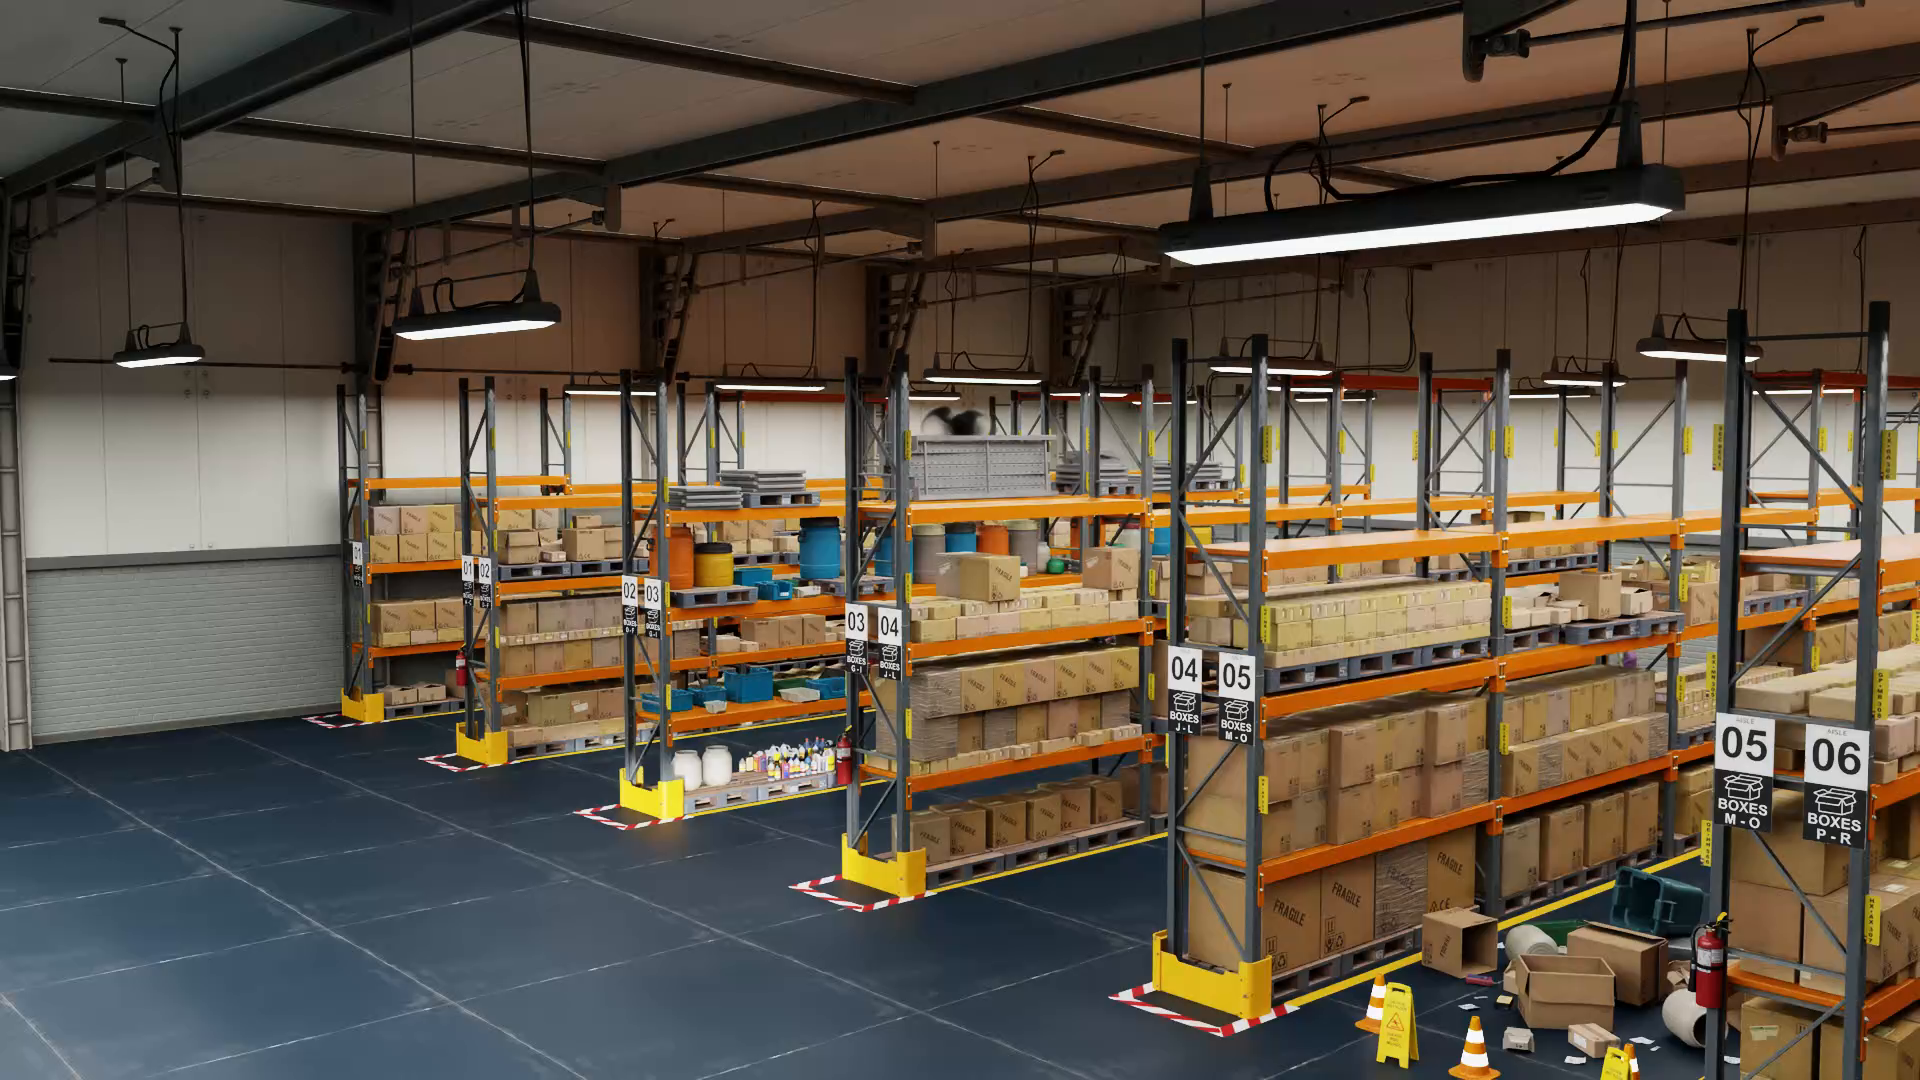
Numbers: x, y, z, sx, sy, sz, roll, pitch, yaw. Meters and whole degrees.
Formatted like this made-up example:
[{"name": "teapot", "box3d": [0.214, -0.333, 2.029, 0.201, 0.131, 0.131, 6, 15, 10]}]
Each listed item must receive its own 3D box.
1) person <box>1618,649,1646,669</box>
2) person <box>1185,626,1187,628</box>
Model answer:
[{"name": "person", "box3d": [11.941, 2.448, 29.851, 0.638, 1.567, 0.648, -2, 4, -29]}, {"name": "person", "box3d": [4.905, 1.910, 37.637, 0.645, 1.665, 0.771, -3, 5, -42]}]
